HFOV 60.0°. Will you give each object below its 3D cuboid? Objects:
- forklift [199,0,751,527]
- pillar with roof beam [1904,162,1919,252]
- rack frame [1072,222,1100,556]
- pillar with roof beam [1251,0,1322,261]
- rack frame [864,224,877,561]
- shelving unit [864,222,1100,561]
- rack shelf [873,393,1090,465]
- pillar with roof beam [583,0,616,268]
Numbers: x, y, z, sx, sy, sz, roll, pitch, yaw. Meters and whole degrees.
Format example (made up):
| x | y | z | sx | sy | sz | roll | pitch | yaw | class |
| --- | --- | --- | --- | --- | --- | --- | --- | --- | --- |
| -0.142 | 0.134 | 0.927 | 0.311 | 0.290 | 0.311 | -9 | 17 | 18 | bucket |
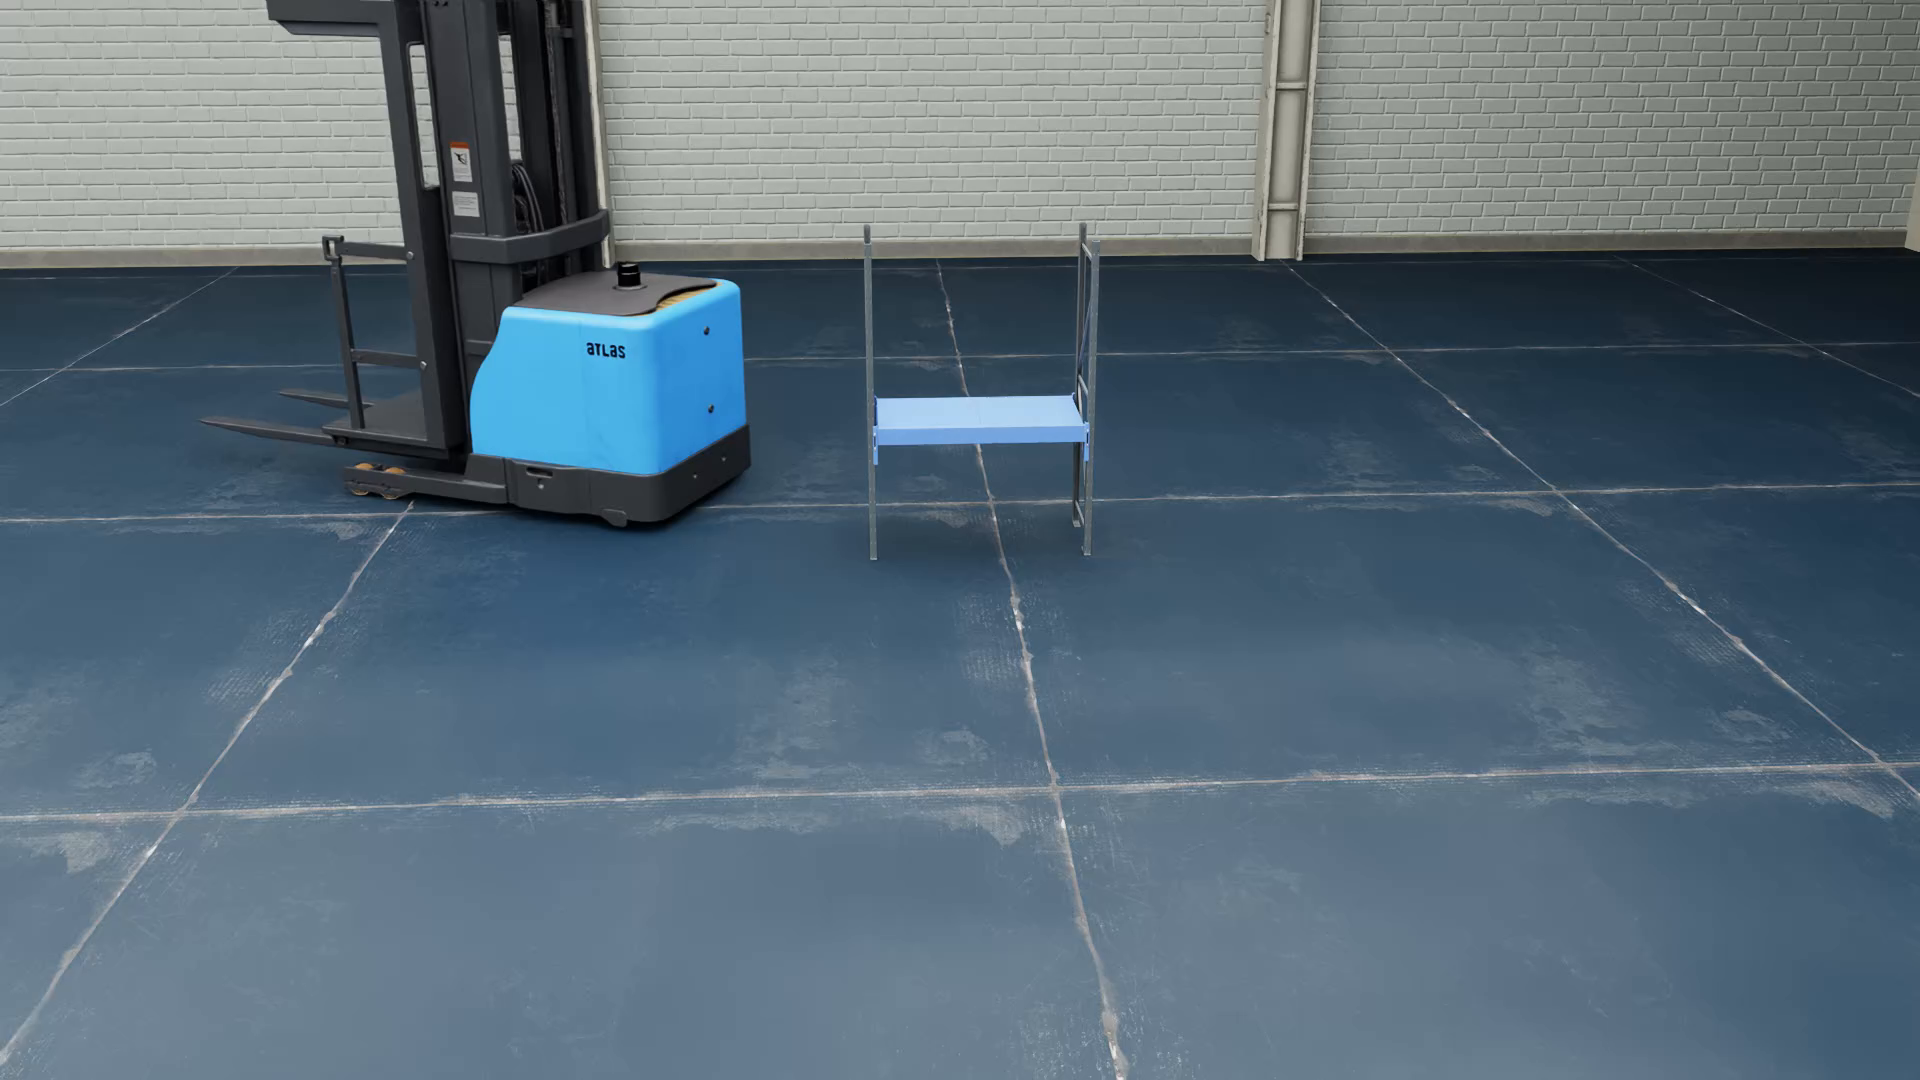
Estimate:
| x | y | z | sx | sy | sz | roll | pitch | yaw | class |
| --- | --- | --- | --- | --- | --- | --- | --- | --- | --- |
| -2.699 | -1.745 | 8.584 | 3.031 | 2.935 | 1.130 | 8 | 22 | 19 | forklift |
| 9.032 | -5.299 | 9.393 | 0.400 | 9.000 | 9.100 | -1 | 21 | -3 | pillar with roof beam |
| 0.593 | -0.713 | 7.886 | 0.032 | 1.500 | 0.500 | -1 | 21 | -3 | rack frame |
| 3.042 | -5.177 | 9.072 | 0.400 | 9.000 | 9.100 | -1 | 21 | -3 | pillar with roof beam |
| -0.422 | -0.692 | 7.832 | 0.032 | 1.500 | 0.500 | -1 | 21 | -3 | rack frame |
| 0.085 | -0.703 | 7.859 | 1.048 | 1.500 | 0.538 | -1 | 21 | -3 | shelving unit |
| 0.085 | -0.535 | 7.923 | 1.000 | 0.185 | 0.538 | -1 | 21 | -3 | rack shelf |
| -2.949 | -5.055 | 8.752 | 0.400 | 9.000 | 9.100 | -1 | 21 | -3 | pillar with roof beam |
